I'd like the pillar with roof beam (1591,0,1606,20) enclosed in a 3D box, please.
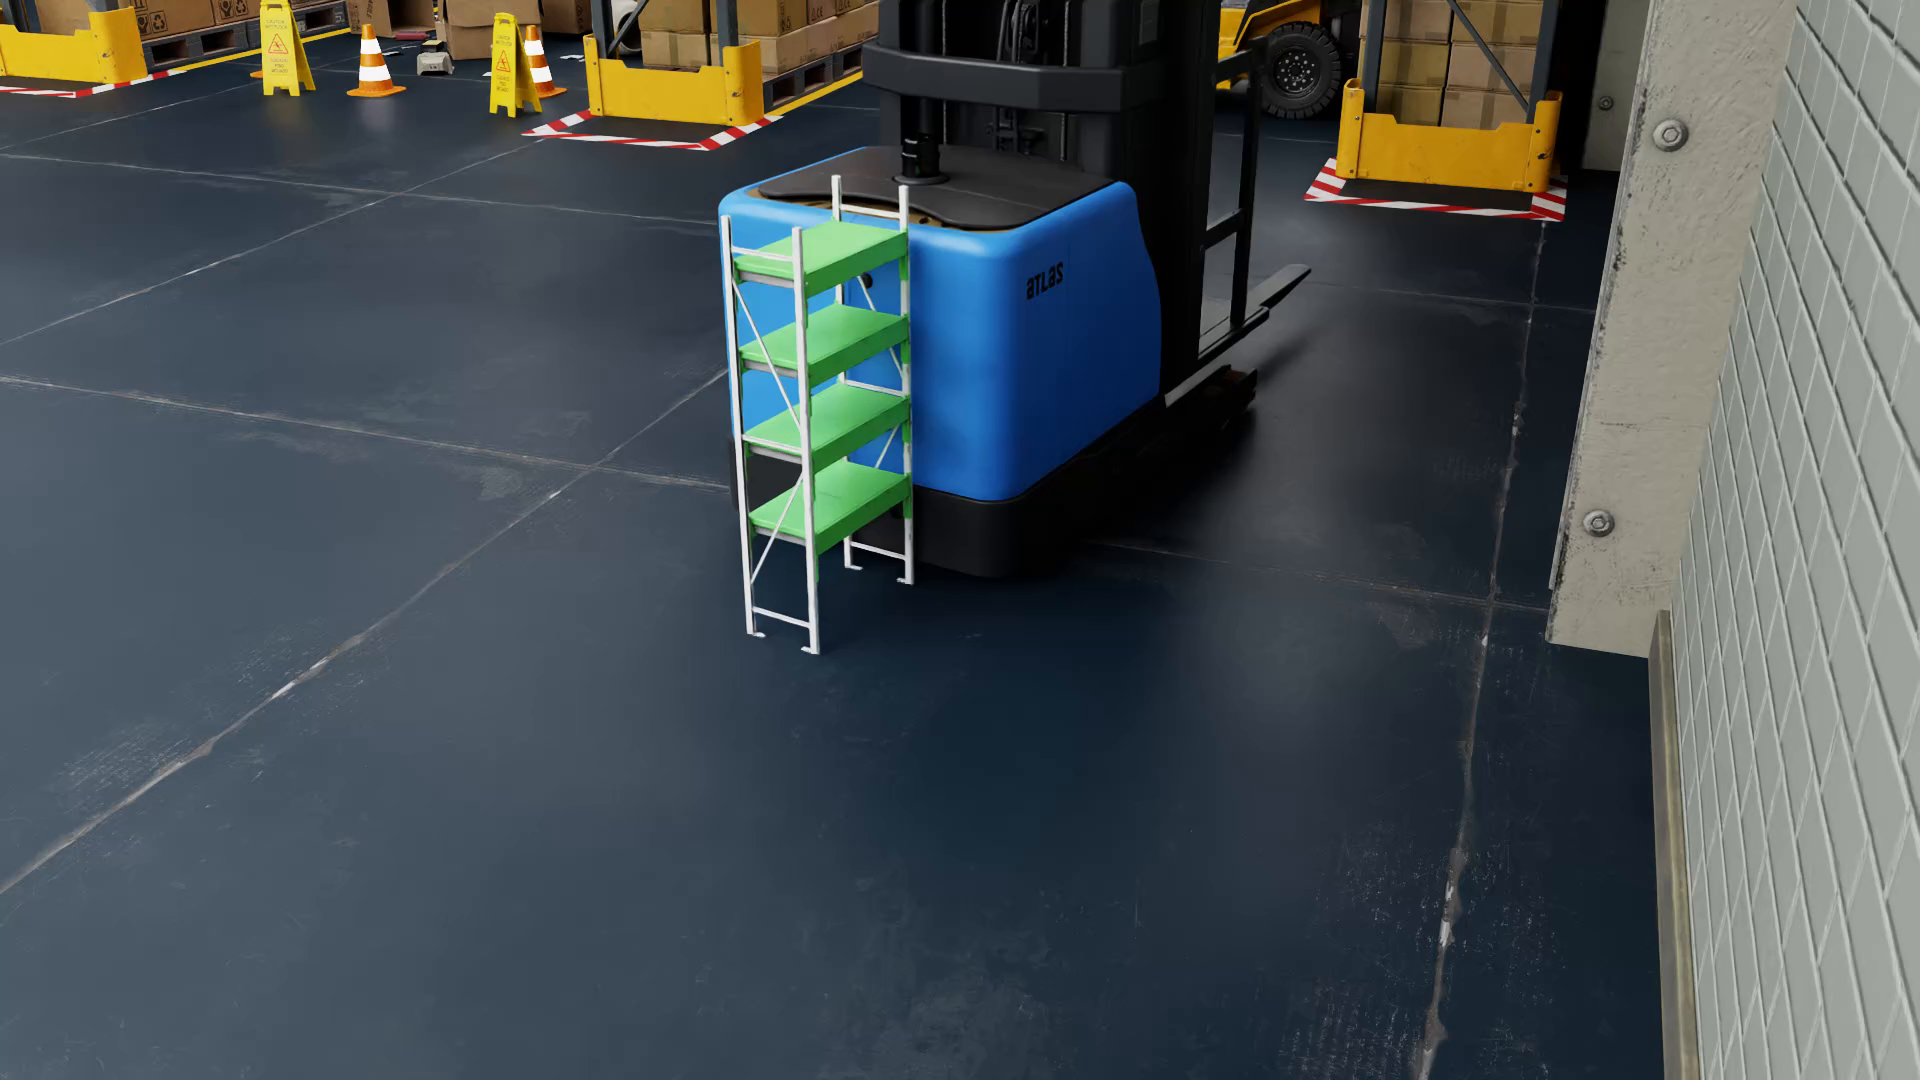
[{"bbox_3d":[1.785,-9.380,14.296,9.100,9.000,0.400,9,27,17],"label":"pillar with roof beam"}]

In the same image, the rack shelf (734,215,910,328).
[{"bbox_3d":[-0.369,-0.716,4.397,0.258,0.148,0.480,15,29,27],"label":"rack shelf"}]

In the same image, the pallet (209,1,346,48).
[{"bbox_3d":[-6.017,-4.413,14.123,1.003,0.211,1.213,9,27,17],"label":"pallet"}]

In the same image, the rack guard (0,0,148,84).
[{"bbox_3d":[-6.625,-3.694,12.305,1.175,0.500,0.348,9,27,17],"label":"rack guard"}]

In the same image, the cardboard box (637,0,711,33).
[{"bbox_3d":[-1.895,-3.808,11.487,0.500,0.500,0.500,9,27,18],"label":"cardboard box"}]

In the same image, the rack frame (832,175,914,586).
[{"bbox_3d":[-0.244,-0.433,4.767,0.240,1.200,0.015,15,29,27],"label":"rack frame"}]

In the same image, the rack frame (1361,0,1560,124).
[{"bbox_3d":[2.766,-3.434,8.901,1.000,3.000,0.127,9,27,17],"label":"rack frame"}]

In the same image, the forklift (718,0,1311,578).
[{"bbox_3d":[0.456,-1.810,5.624,1.130,2.935,3.031,15,29,27],"label":"forklift"}]

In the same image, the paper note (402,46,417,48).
[{"bbox_3d":[-4.477,-4.005,13.510,0.123,0.001,0.032,-20,33,-36],"label":"paper note"}]

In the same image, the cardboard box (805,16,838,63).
[{"bbox_3d":[-1.209,-3.604,11.925,0.500,0.250,0.500,10,27,19],"label":"cardboard box"}]

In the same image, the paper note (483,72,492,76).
[{"bbox_3d":[-3.478,-3.493,12.430,0.148,0.019,0.142,0,26,-1],"label":"paper note"}]

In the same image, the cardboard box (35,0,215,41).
[{"bbox_3d":[-6.454,-4.350,12.748,0.875,0.875,0.875,9,27,18],"label":"cardboard box"}]

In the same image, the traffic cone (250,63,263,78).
[{"bbox_3d":[-5.101,-3.699,12.359,0.336,0.463,0.334,9,27,17],"label":"traffic cone"}]

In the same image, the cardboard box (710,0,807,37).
[{"bbox_3d":[-1.379,-3.743,11.351,0.500,0.500,0.500,8,27,16],"label":"cardboard box"}]

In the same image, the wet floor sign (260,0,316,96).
[{"bbox_3d":[-4.760,-3.470,11.676,0.267,0.644,0.232,4,26,8],"label":"wet floor sign"}]

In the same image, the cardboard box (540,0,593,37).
[{"bbox_3d":[-3.415,-4.564,13.944,0.797,0.637,0.503,9,27,17],"label":"cardboard box"}]

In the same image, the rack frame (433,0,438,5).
[{"bbox_3d":[-5.286,-6.473,15.176,1.000,3.000,0.127,9,27,17],"label":"rack frame"}]

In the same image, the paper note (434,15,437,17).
[{"bbox_3d":[-4.656,-4.729,14.981,0.147,0.020,0.142,-9,27,-18],"label":"paper note"}]

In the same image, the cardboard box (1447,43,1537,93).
[{"bbox_3d":[3.119,-2.774,9.636,0.500,0.250,0.500,9,27,18],"label":"cardboard box"}]

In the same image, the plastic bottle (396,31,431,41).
[{"bbox_3d":[-4.543,-4.204,13.862,0.283,0.061,0.133,0,26,-1],"label":"plastic bottle"}]

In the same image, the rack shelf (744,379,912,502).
[{"bbox_3d":[-0.369,-0.284,4.607,0.258,0.148,0.480,15,29,27],"label":"rack shelf"}]

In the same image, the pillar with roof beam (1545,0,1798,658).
[{"bbox_3d":[-2.208,-4.448,4.111,9.100,9.000,0.400,9,27,17],"label":"pillar with roof beam"}]

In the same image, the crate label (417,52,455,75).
[{"bbox_3d":[-3.946,-3.581,12.489,0.250,0.136,0.298,-5,26,-9],"label":"crate label"}]

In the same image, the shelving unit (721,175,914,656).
[{"bbox_3d":[-0.369,-0.342,4.579,0.258,1.200,0.503,15,29,27],"label":"shelving unit"}]

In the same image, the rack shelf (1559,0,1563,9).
[{"bbox_3d":[3.432,-3.932,10.755,1.077,0.370,4.000,9,27,17],"label":"rack shelf"}]

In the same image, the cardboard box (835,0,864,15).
[{"bbox_3d":[-1.035,-4.163,12.219,0.500,0.500,0.500,9,27,18],"label":"cardboard box"}]

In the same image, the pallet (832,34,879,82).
[{"bbox_3d":[-1.179,-3.757,12.767,1.003,0.211,1.213,9,27,17],"label":"pallet"}]

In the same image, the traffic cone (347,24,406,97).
[{"bbox_3d":[-4.149,-3.396,11.732,0.336,0.463,0.334,9,27,17],"label":"traffic cone"}]

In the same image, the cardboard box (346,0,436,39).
[{"bbox_3d":[-4.835,-4.562,14.095,0.500,0.500,0.500,14,29,26],"label":"cardboard box"}]

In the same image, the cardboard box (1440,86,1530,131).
[{"bbox_3d":[3.114,-2.559,9.767,0.500,0.250,0.500,9,27,18],"label":"cardboard box"}]

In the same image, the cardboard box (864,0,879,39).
[{"bbox_3d":[-0.869,-4.037,12.819,0.500,0.250,0.500,9,27,18],"label":"cardboard box"}]

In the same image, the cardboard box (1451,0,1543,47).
[{"bbox_3d":[3.105,-3.006,9.542,0.500,0.250,0.500,8,27,17],"label":"cardboard box"}]

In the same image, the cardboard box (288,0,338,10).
[{"bbox_3d":[-5.858,-5.086,14.268,0.875,0.875,0.875,9,27,18],"label":"cardboard box"}]

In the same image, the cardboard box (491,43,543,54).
[{"bbox_3d":[-3.385,-3.701,12.722,0.250,0.149,0.380,-20,33,-36],"label":"cardboard box"}]
